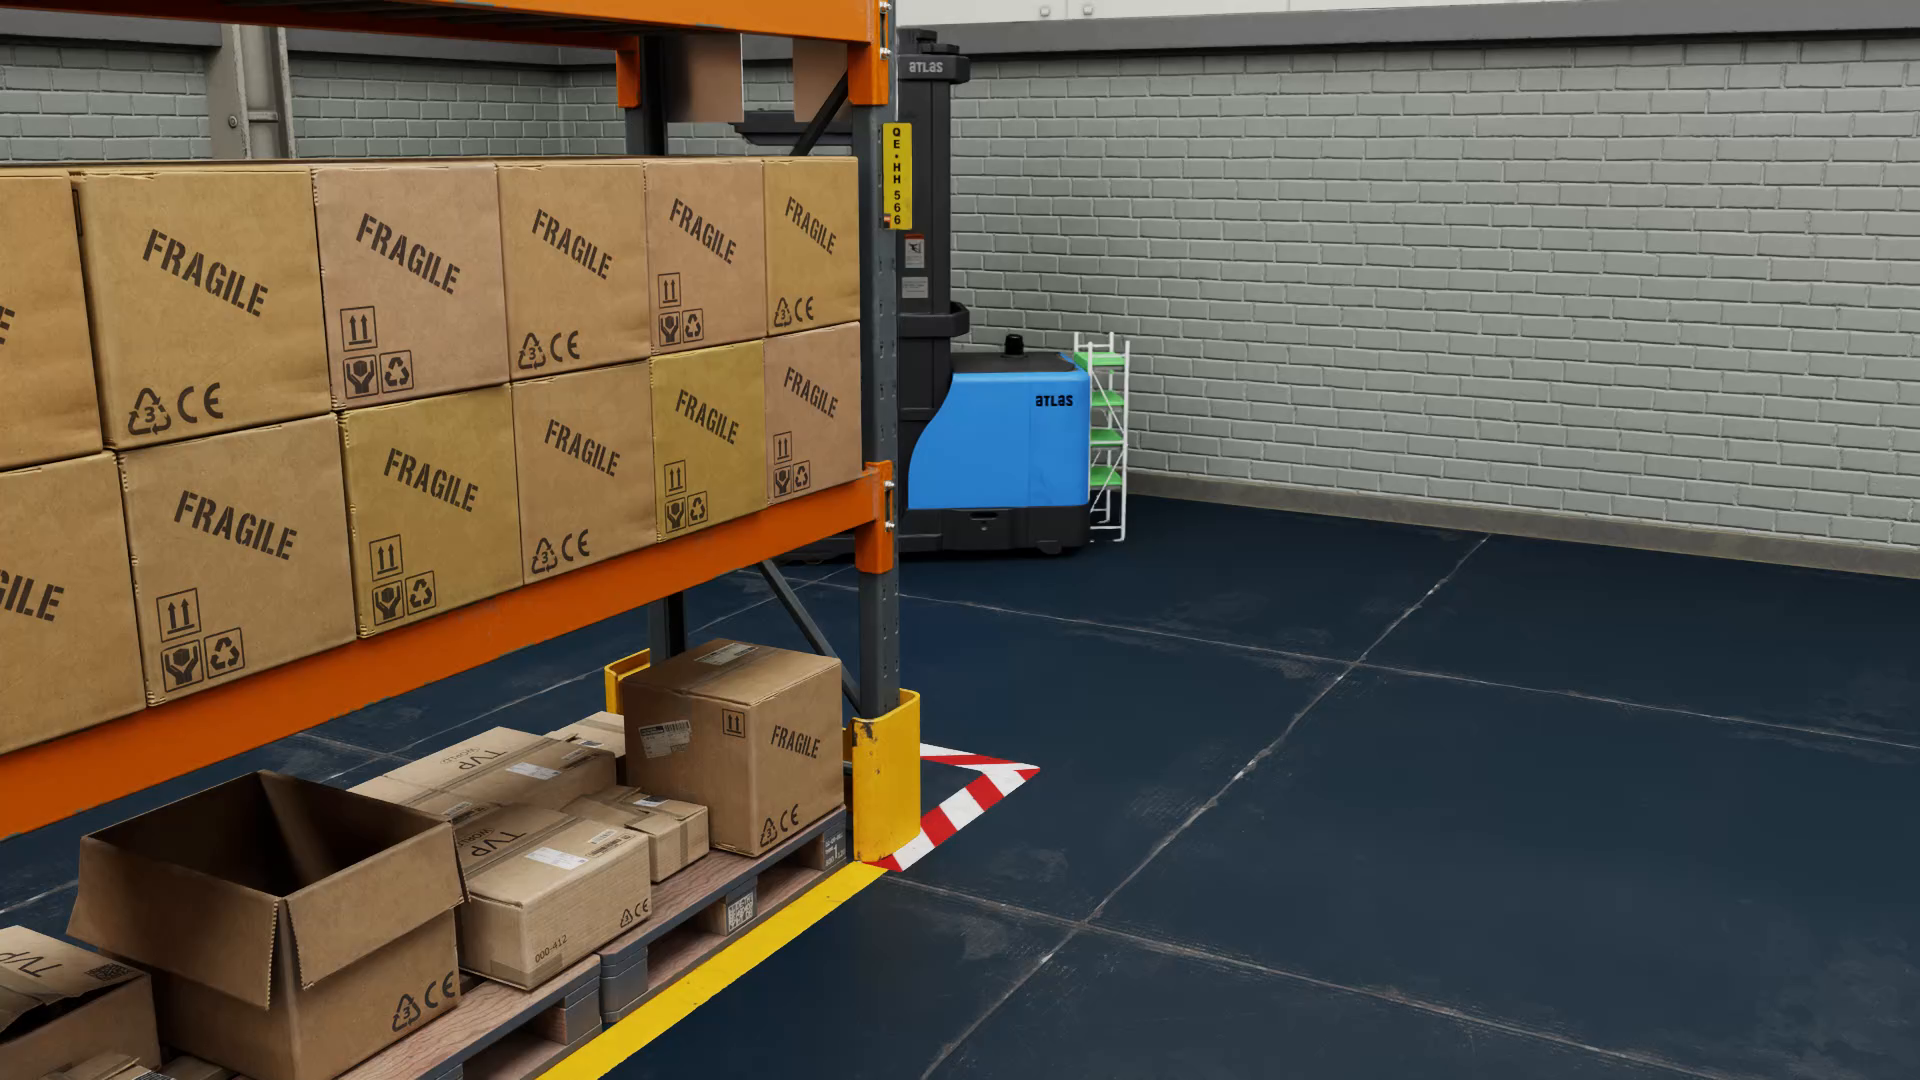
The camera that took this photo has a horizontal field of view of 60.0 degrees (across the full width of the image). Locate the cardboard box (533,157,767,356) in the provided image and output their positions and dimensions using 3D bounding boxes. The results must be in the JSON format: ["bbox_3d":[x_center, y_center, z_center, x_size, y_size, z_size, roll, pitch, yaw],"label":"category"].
[{"bbox_3d":[-0.890,-0.800,4.606,0.500,0.500,0.500,8,16,30],"label":"cardboard box"}]

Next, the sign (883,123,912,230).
[{"bbox_3d":[-0.196,-1.141,5.222,0.100,0.325,0.005,7,15,28],"label":"sign"}]

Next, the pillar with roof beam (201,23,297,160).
[{"bbox_3d":[-0.694,-4.133,7.976,9.100,9.000,0.400,7,15,28],"label":"pillar with roof beam"}]

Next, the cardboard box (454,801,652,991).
[{"bbox_3d":[-1.205,0.962,4.571,0.500,0.250,0.500,7,15,28],"label":"cardboard box"}]

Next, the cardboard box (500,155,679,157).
[{"bbox_3d":[-1.118,-0.965,5.290,0.500,0.500,0.500,8,16,30],"label":"cardboard box"}]

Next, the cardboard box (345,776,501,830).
[{"bbox_3d":[-1.667,0.916,4.763,0.500,0.250,0.500,7,15,28],"label":"cardboard box"}]

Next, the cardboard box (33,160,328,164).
[{"bbox_3d":[-1.855,-0.651,3.986,0.500,0.500,0.500,7,15,28],"label":"cardboard box"}]

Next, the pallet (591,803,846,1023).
[{"bbox_3d":[-1.094,1.043,5.256,1.003,0.211,1.213,7,15,28],"label":"pallet"}]

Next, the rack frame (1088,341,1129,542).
[{"bbox_3d":[0.872,-0.577,9.868,0.240,1.200,0.015,-1,14,-6],"label":"rack frame"}]

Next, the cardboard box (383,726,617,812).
[{"bbox_3d":[-1.425,0.813,5.189,0.500,0.250,0.500,7,15,28],"label":"cardboard box"}]

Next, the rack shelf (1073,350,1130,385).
[{"bbox_3d":[0.847,-1.039,10.007,0.258,0.148,0.480,-1,14,-6],"label":"rack shelf"}]

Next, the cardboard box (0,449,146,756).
[{"bbox_3d":[-1.876,0.101,3.000,0.500,0.500,0.500,8,16,29],"label":"cardboard box"}]

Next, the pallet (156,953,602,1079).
[{"bbox_3d":[-1.684,1.293,4.222,1.003,0.211,1.213,7,15,28],"label":"pallet"}]

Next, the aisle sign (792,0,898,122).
[{"bbox_3d":[-0.371,-1.735,5.282,0.394,0.787,0.004,7,15,28],"label":"aisle sign"}]

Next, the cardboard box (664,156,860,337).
[{"bbox_3d":[-0.647,-0.904,5.036,0.500,0.500,0.500,7,15,28],"label":"cardboard box"}]

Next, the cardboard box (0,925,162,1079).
[{"bbox_3d":[-2.216,1.119,3.789,0.500,0.311,0.500,7,15,28],"label":"cardboard box"}]

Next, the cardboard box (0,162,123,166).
[{"bbox_3d":[-2.099,-0.548,3.558,0.500,0.500,0.500,8,15,28],"label":"cardboard box"}]

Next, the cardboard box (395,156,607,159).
[{"bbox_3d":[-1.364,-0.857,4.842,0.500,0.500,0.500,8,15,29],"label":"cardboard box"}]

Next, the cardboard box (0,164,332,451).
[{"bbox_3d":[-1.634,-0.482,3.285,0.500,0.500,0.500,7,15,26],"label":"cardboard box"}]

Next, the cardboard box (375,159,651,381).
[{"bbox_3d":[-1.137,-0.693,4.162,0.500,0.500,0.500,8,16,30],"label":"cardboard box"}]

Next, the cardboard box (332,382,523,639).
[{"bbox_3d":[-1.388,-0.106,3.858,0.500,0.500,0.500,7,15,27],"label":"cardboard box"}]

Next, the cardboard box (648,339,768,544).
[{"bbox_3d":[-0.898,-0.311,4.709,0.500,0.500,0.500,8,15,29],"label":"cardboard box"}]

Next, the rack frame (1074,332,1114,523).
[{"bbox_3d":[0.823,-0.691,10.340,0.240,1.200,0.015,-1,14,-6],"label":"rack frame"}]

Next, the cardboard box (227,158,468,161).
[{"bbox_3d":[-1.610,-0.755,4.418,0.500,0.500,0.500,8,16,29],"label":"cardboard box"}]

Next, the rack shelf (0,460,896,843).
[{"bbox_3d":[-1.639,0.268,4.055,1.077,0.370,4.000,7,15,28],"label":"rack shelf"}]

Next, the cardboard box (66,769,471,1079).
[{"bbox_3d":[-1.702,0.943,4.111,0.797,0.503,0.637,7,15,28],"label":"cardboard box"}]

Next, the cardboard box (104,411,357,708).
[{"bbox_3d":[-1.632,-0.001,3.425,0.500,0.500,0.500,7,15,28],"label":"cardboard box"}]

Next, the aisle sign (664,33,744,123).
[{"bbox_3d":[-0.896,-1.803,5.564,0.394,0.787,0.004,7,15,28],"label":"aisle sign"}]

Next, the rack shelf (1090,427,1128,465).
[{"bbox_3d":[0.847,-0.572,10.119,0.258,0.148,0.480,-1,14,-6],"label":"rack shelf"}]

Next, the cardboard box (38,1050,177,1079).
[{"bbox_3d":[-1.804,1.252,3.546,0.380,0.166,0.250,7,15,28],"label":"cardboard box"}]

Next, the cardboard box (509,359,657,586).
[{"bbox_3d":[-1.144,-0.209,4.287,0.500,0.500,0.500,8,15,28],"label":"cardboard box"}]

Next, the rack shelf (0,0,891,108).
[{"bbox_3d":[-1.639,-1.190,3.704,1.077,0.370,4.000,7,15,28],"label":"rack shelf"}]

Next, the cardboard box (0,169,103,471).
[{"bbox_3d":[-1.883,-0.376,2.848,0.500,0.500,0.500,7,15,26],"label":"cardboard box"}]

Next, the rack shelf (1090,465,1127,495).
[{"bbox_3d":[0.847,-0.339,10.175,0.258,0.148,0.480,-1,14,-6],"label":"rack shelf"}]

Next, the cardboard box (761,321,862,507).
[{"bbox_3d":[-0.651,-0.418,5.152,0.500,0.500,0.500,8,16,30],"label":"cardboard box"}]

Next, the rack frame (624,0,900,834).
[{"bbox_3d":[-0.672,-0.492,5.673,1.000,3.000,0.127,7,15,28],"label":"rack frame"}]

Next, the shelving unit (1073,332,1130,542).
[{"bbox_3d":[0.847,-0.634,10.104,0.258,1.200,0.503,-1,14,-6],"label":"shelving unit"}]

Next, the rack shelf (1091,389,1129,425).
[{"bbox_3d":[0.847,-0.805,10.063,0.258,0.148,0.480,-1,14,-6],"label":"rack shelf"}]

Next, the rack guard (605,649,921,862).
[{"bbox_3d":[-0.709,0.739,5.901,1.175,0.500,0.348,7,15,28],"label":"rack guard"}]

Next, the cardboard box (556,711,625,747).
[{"bbox_3d":[-1.176,0.727,5.761,0.380,0.149,0.250,7,15,28],"label":"cardboard box"}]

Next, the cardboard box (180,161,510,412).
[{"bbox_3d":[-1.385,-0.588,3.725,0.500,0.500,0.500,8,16,30],"label":"cardboard box"}]

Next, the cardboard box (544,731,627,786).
[{"bbox_3d":[-1.296,0.770,5.546,0.380,0.166,0.250,7,15,28],"label":"cardboard box"}]

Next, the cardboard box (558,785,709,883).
[{"bbox_3d":[-0.994,0.884,5.073,0.380,0.166,0.250,7,15,28],"label":"cardboard box"}]

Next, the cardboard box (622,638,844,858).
[{"bbox_3d":[-0.720,0.649,5.336,0.500,0.500,0.500,7,15,28],"label":"cardboard box"}]

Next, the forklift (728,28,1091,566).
[{"bbox_3d":[-0.792,-1.408,9.620,3.031,2.935,1.130,-1,14,-5],"label":"forklift"}]
